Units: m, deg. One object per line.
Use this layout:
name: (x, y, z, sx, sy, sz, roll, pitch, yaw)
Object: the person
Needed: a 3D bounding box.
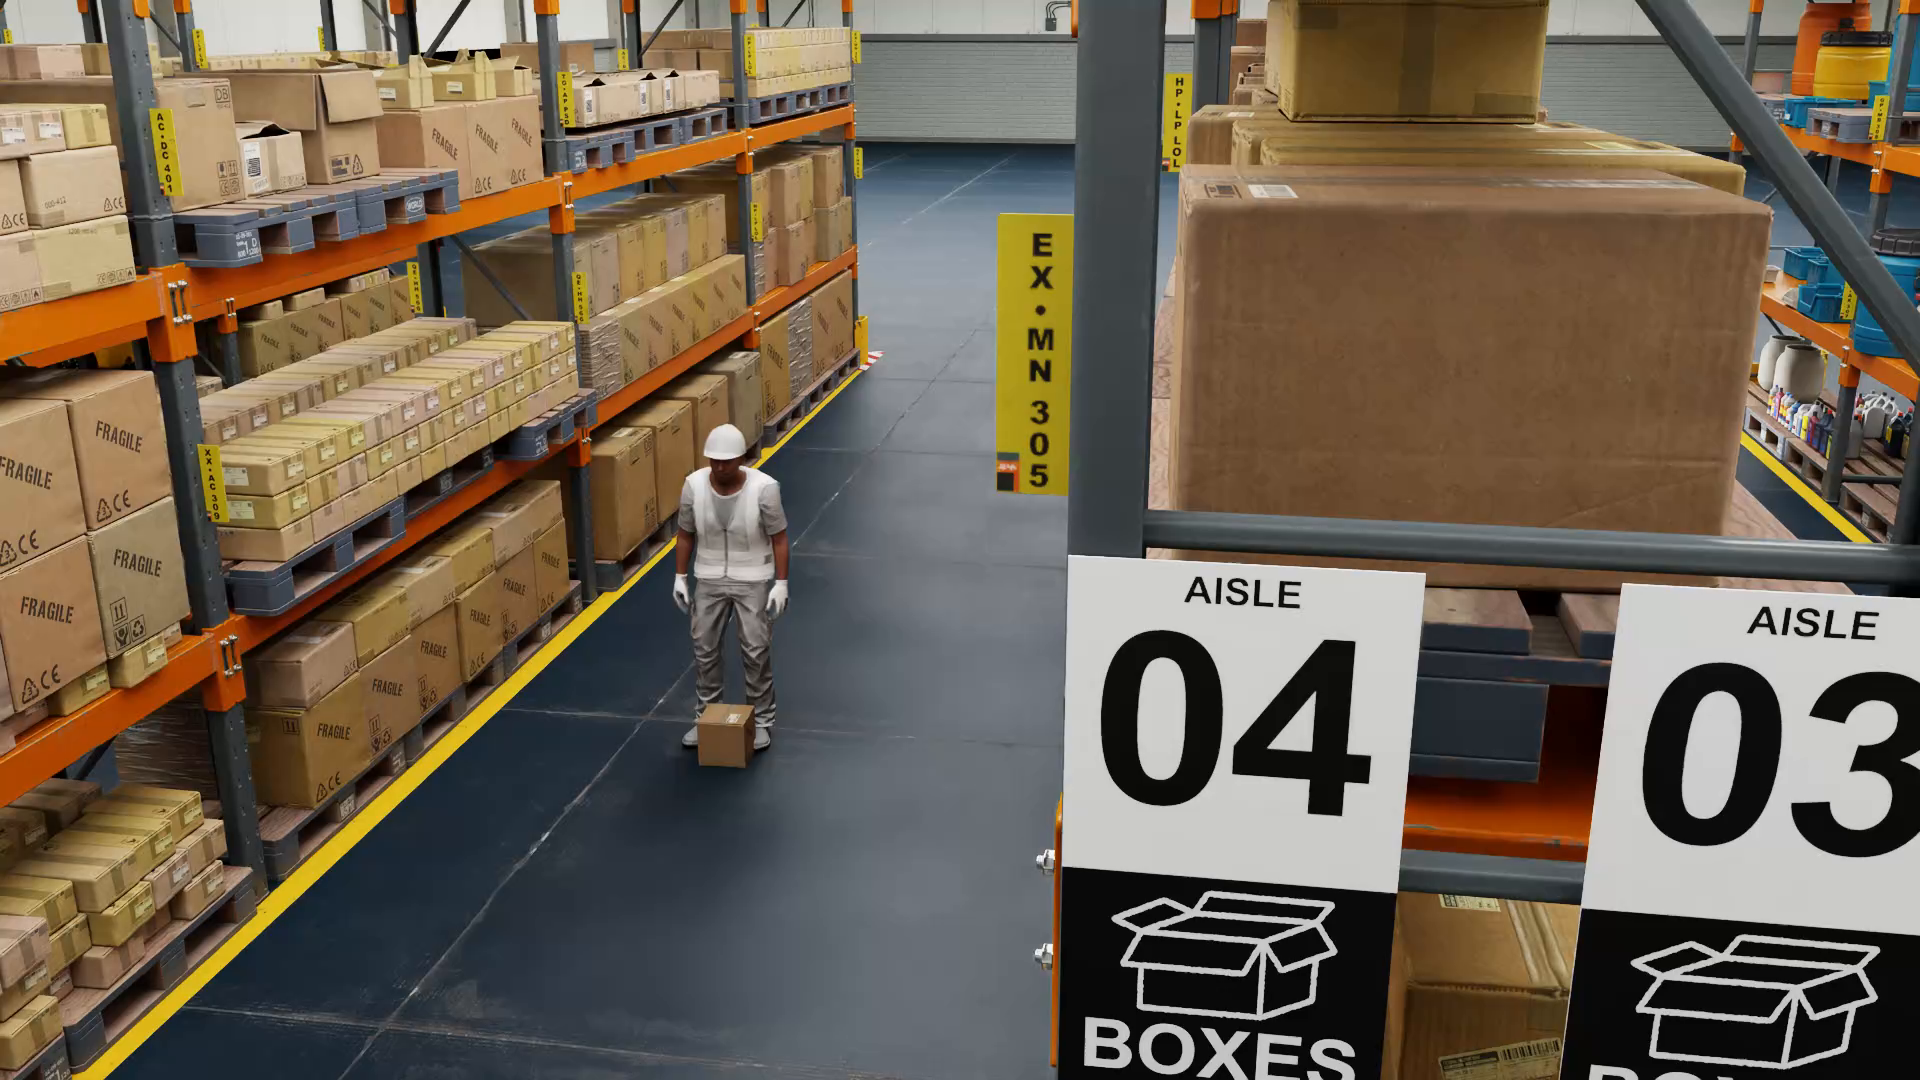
person: (-1.208, 0.241, 8.780, 0.621, 1.774, 0.453, 3, 18, 8)
